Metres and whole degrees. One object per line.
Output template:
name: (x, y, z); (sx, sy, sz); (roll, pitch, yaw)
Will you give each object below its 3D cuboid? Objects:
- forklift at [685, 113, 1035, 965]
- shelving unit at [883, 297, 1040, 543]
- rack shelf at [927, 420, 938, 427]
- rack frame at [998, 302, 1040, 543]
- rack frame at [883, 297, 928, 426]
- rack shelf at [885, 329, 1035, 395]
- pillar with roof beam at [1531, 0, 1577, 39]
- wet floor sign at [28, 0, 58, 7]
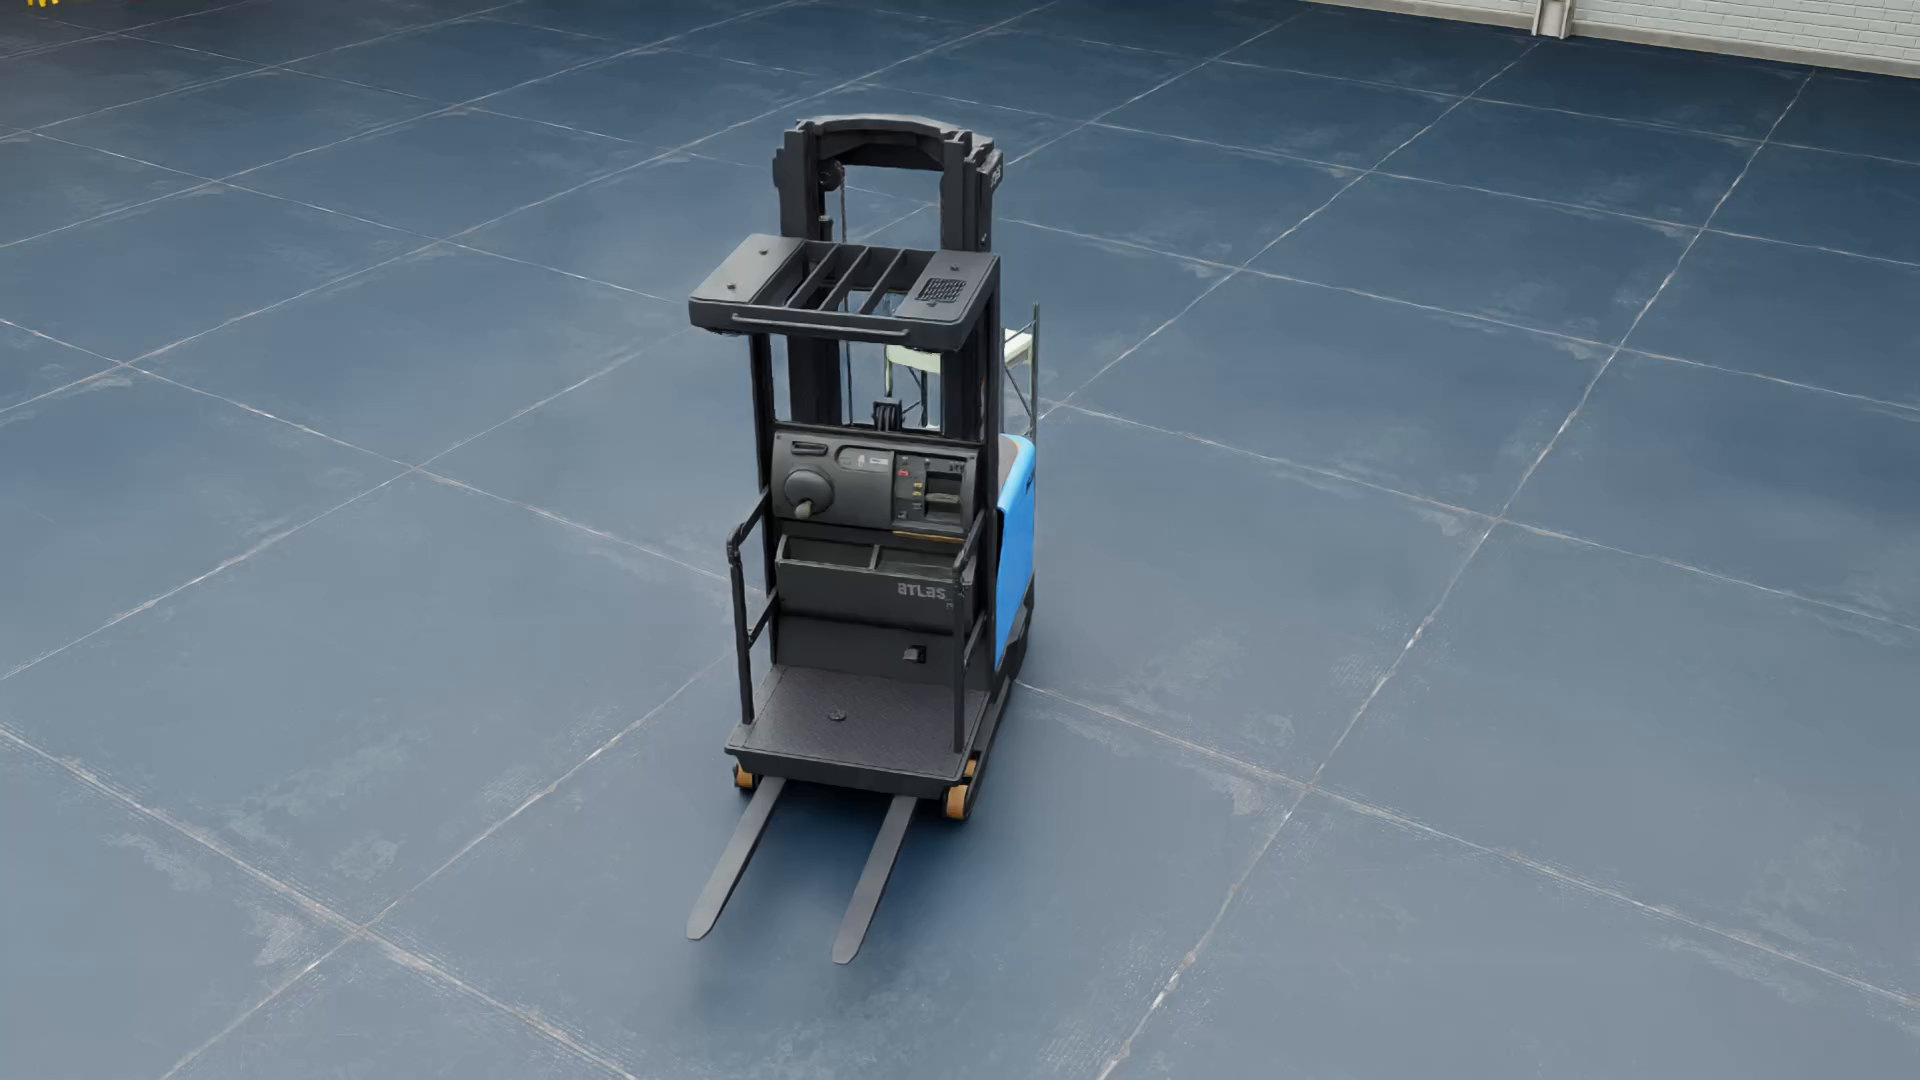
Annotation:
forklift: (-0.428, -0.201, 7.187); (1.130, 2.935, 3.031); (7, 31, 11)
shelving unit: (0.006, -0.646, 9.369); (0.755, 1.500, 0.431); (18, 35, 27)
rack shelf: (0.006, -0.364, 9.533); (0.720, 0.370, 0.431); (18, 35, 27)
rack frame: (0.316, -0.548, 9.201); (0.023, 1.500, 0.400); (18, 35, 27)
rack frame: (-0.304, -0.744, 9.537); (0.023, 1.500, 0.400); (18, 35, 27)
rack shelf: (0.006, -0.983, 9.172); (0.720, 0.370, 0.431); (18, 35, 27)
pillar with roof beam: (4.943, -8.238, 14.941); (0.400, 9.000, 9.100); (18, 35, 27)
wet floor sign: (-12.008, -7.297, 21.617); (0.232, 0.644, 0.267); (12, 32, 19)
